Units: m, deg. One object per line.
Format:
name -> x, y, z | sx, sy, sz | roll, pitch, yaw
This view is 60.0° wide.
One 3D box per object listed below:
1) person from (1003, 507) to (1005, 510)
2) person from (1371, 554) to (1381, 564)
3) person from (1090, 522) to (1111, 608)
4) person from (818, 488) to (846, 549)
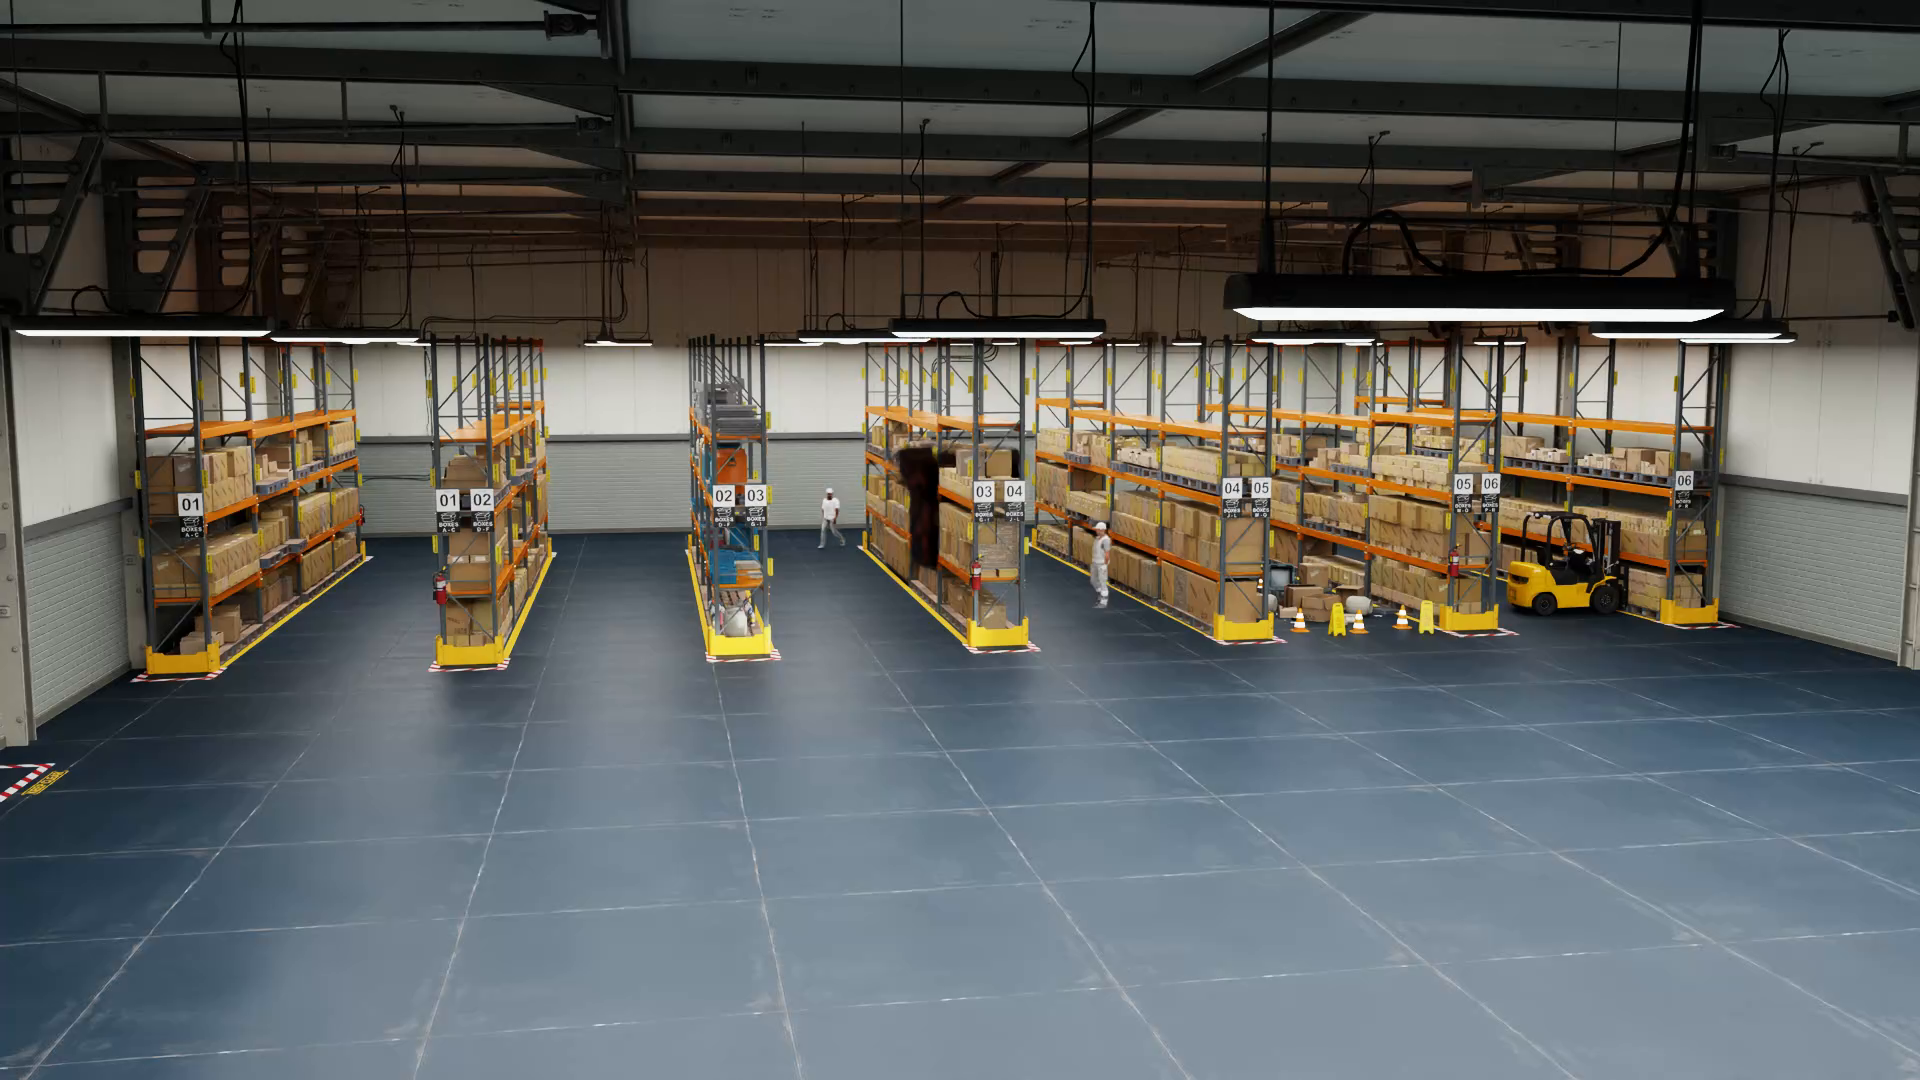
person -> 1.256, -0.231, 44.315 | 0.635, 1.727, 1.033 | -1, 7, -12
person -> 11.217, -0.268, 44.735 | 0.435, 1.764, 0.590 | 1, 7, 5
person -> 2.952, 0.542, 35.001 | 0.477, 1.840, 0.623 | -4, 8, -30
person -> -3.722, -0.626, 47.907 | 0.610, 1.740, 0.960 | 5, 8, 39
